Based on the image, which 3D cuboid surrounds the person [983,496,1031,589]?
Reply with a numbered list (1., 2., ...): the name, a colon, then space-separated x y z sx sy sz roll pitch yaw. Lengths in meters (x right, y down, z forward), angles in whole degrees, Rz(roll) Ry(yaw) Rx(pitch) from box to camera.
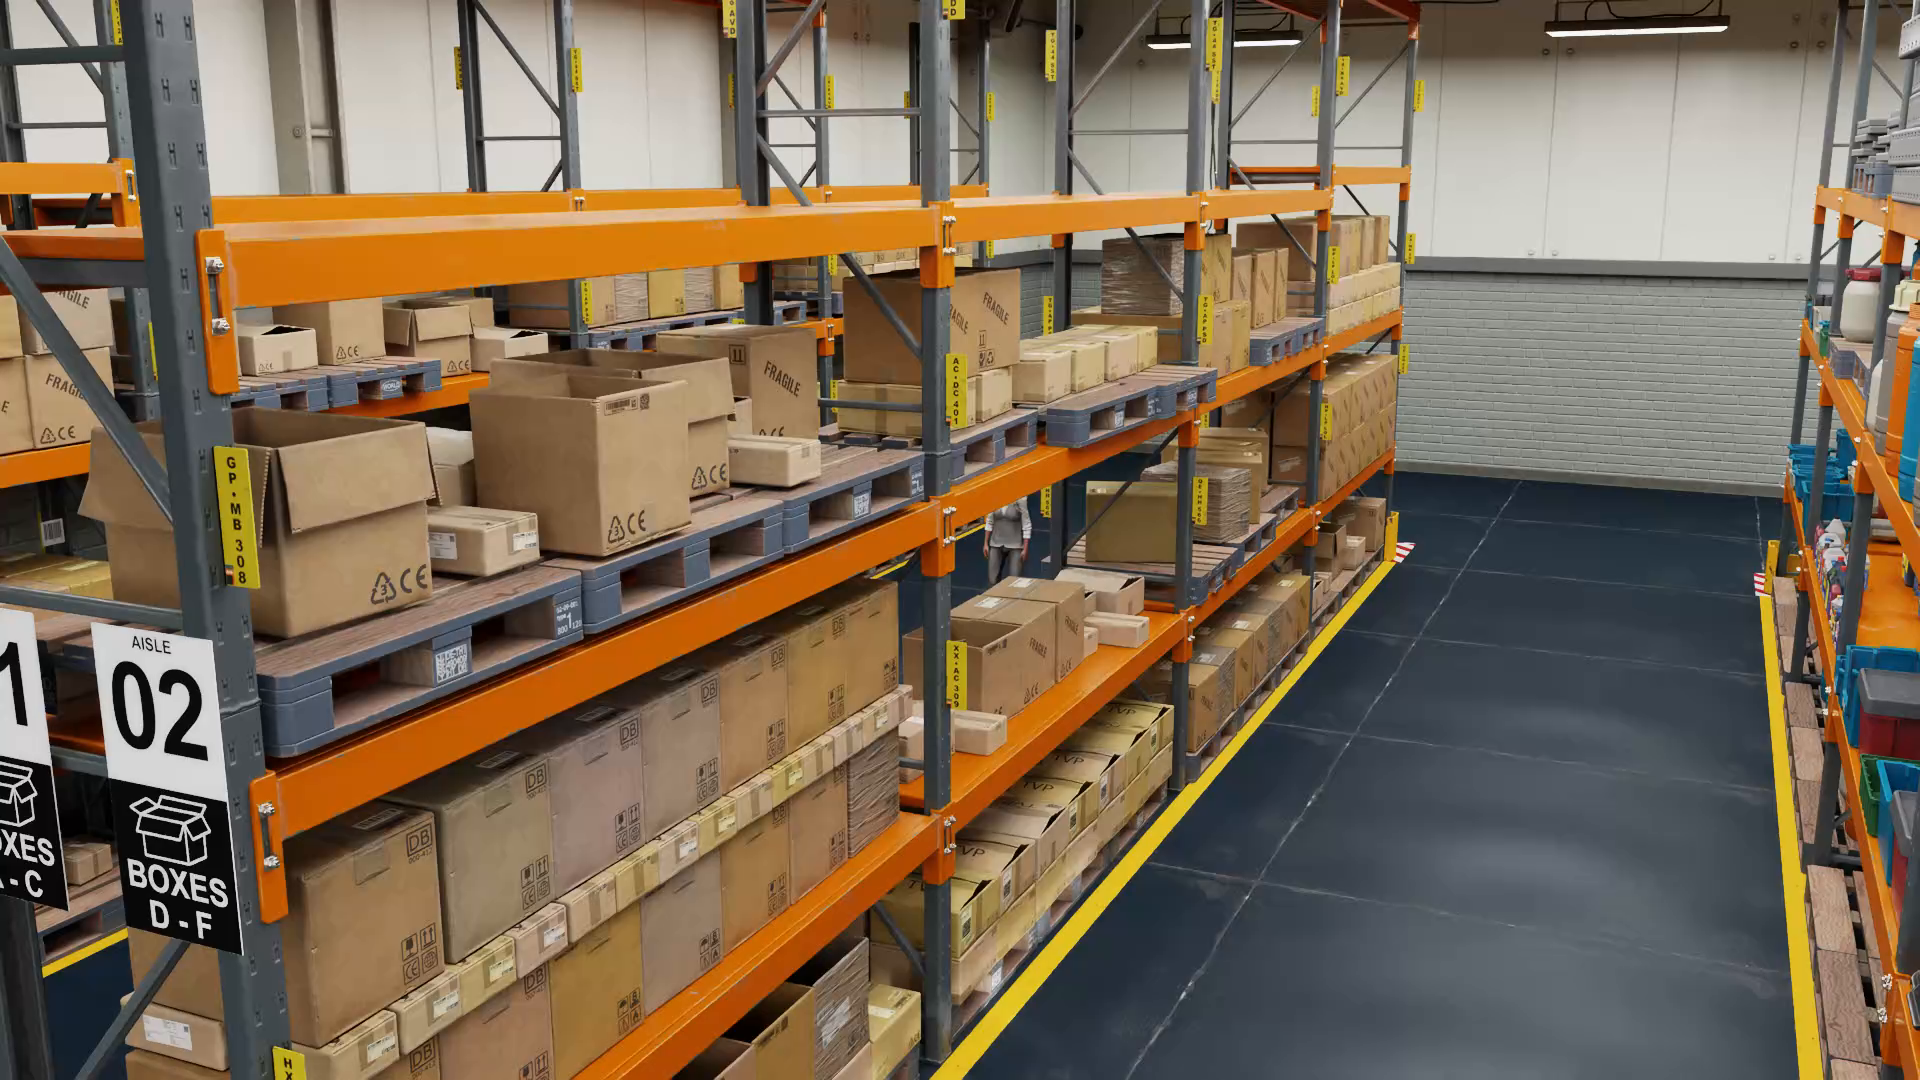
1. person: 0.441 0.086 15.605 0.464 1.593 0.346 5 14 23
